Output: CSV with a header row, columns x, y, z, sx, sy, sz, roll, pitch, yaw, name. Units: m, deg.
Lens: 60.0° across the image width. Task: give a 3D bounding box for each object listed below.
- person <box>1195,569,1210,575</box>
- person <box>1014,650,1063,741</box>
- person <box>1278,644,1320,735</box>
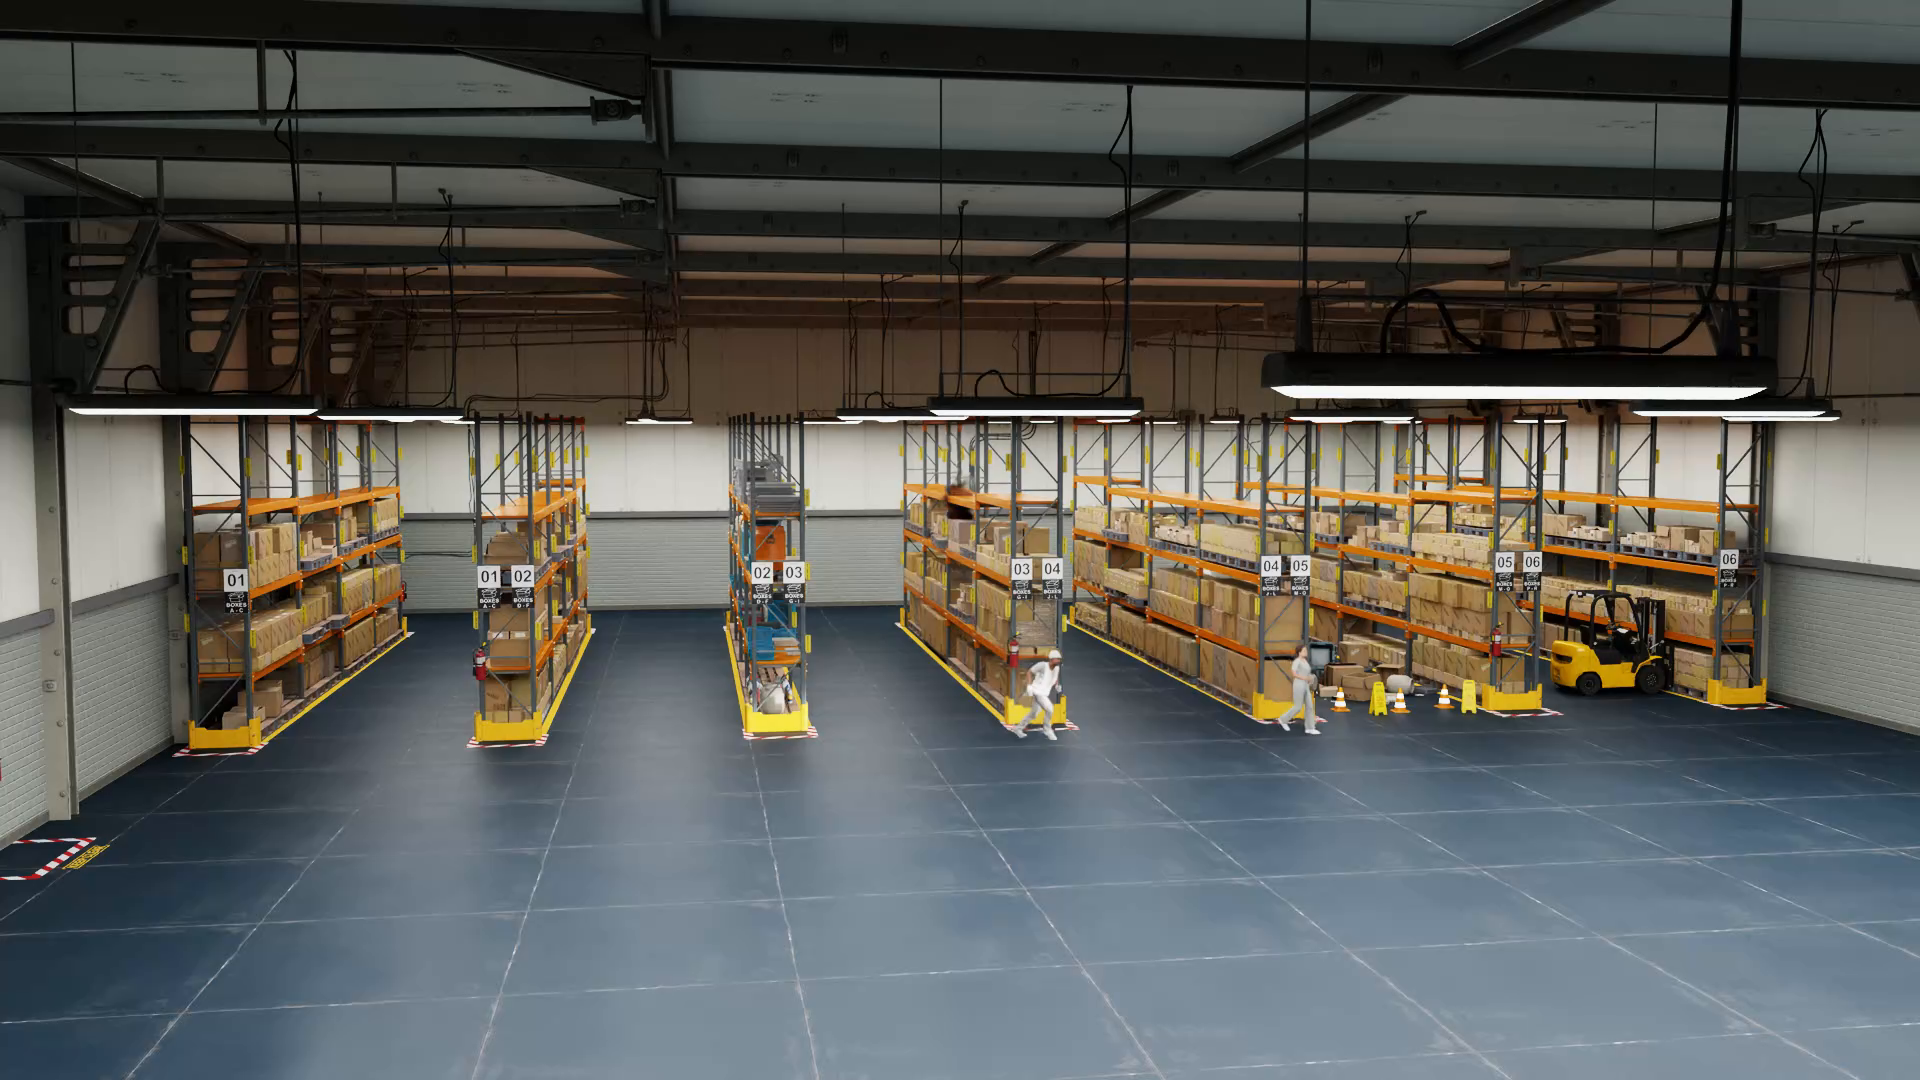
x,y,z,sx,sy,sz,roll,pitch,yaw,name
7.235,1.425,50.520,0.680,1.783,0.727,0,4,-3,person
1.447,2.823,30.506,0.934,1.651,0.717,3,5,35,person
6.344,2.819,31.004,0.839,1.562,0.585,3,5,39,person
